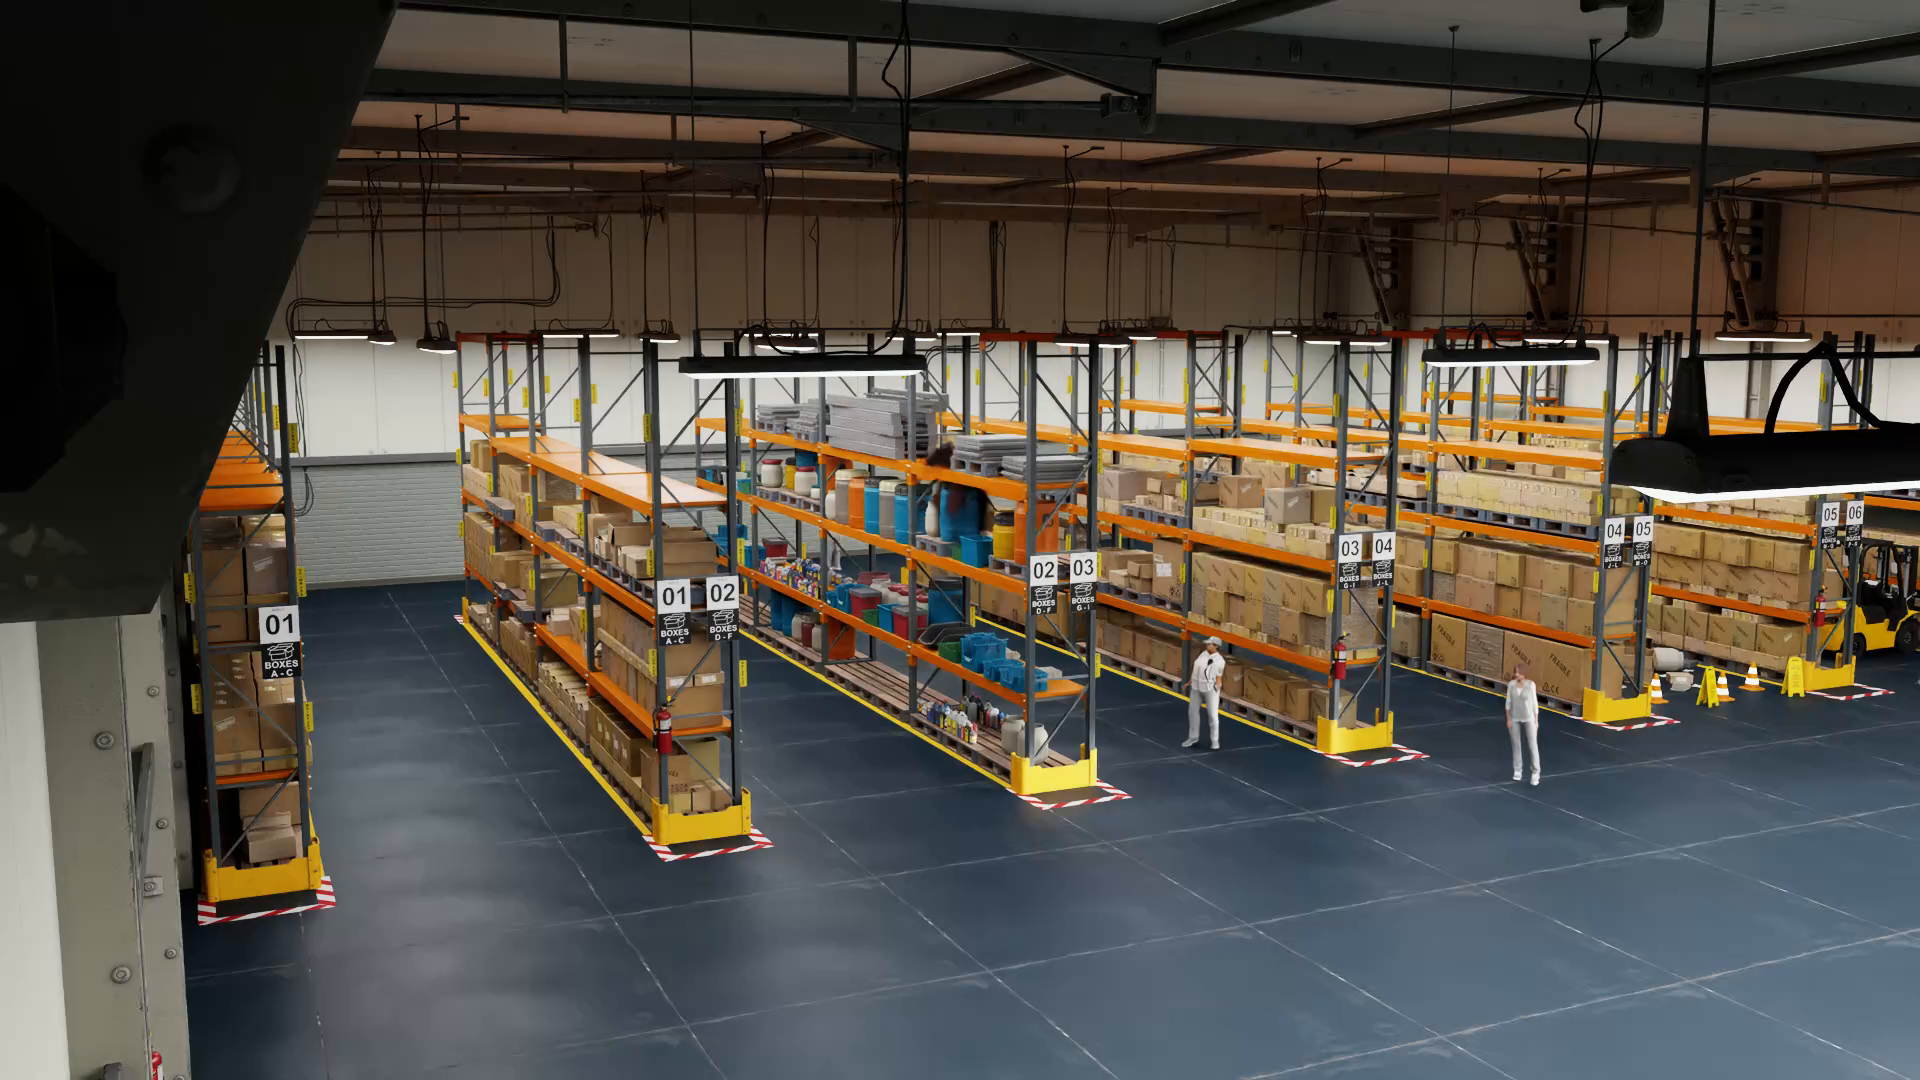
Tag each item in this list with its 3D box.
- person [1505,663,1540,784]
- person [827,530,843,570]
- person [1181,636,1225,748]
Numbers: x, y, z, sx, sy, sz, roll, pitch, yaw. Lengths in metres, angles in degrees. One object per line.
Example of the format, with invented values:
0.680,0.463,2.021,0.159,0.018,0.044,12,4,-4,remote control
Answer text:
7.689,2.504,22.709,0.493,1.578,0.380,3,8,24,person
-3.147,-0.049,41.392,0.451,1.717,0.377,-6,10,-39,person
3.556,2.227,24.427,0.675,1.675,0.431,7,10,42,person
